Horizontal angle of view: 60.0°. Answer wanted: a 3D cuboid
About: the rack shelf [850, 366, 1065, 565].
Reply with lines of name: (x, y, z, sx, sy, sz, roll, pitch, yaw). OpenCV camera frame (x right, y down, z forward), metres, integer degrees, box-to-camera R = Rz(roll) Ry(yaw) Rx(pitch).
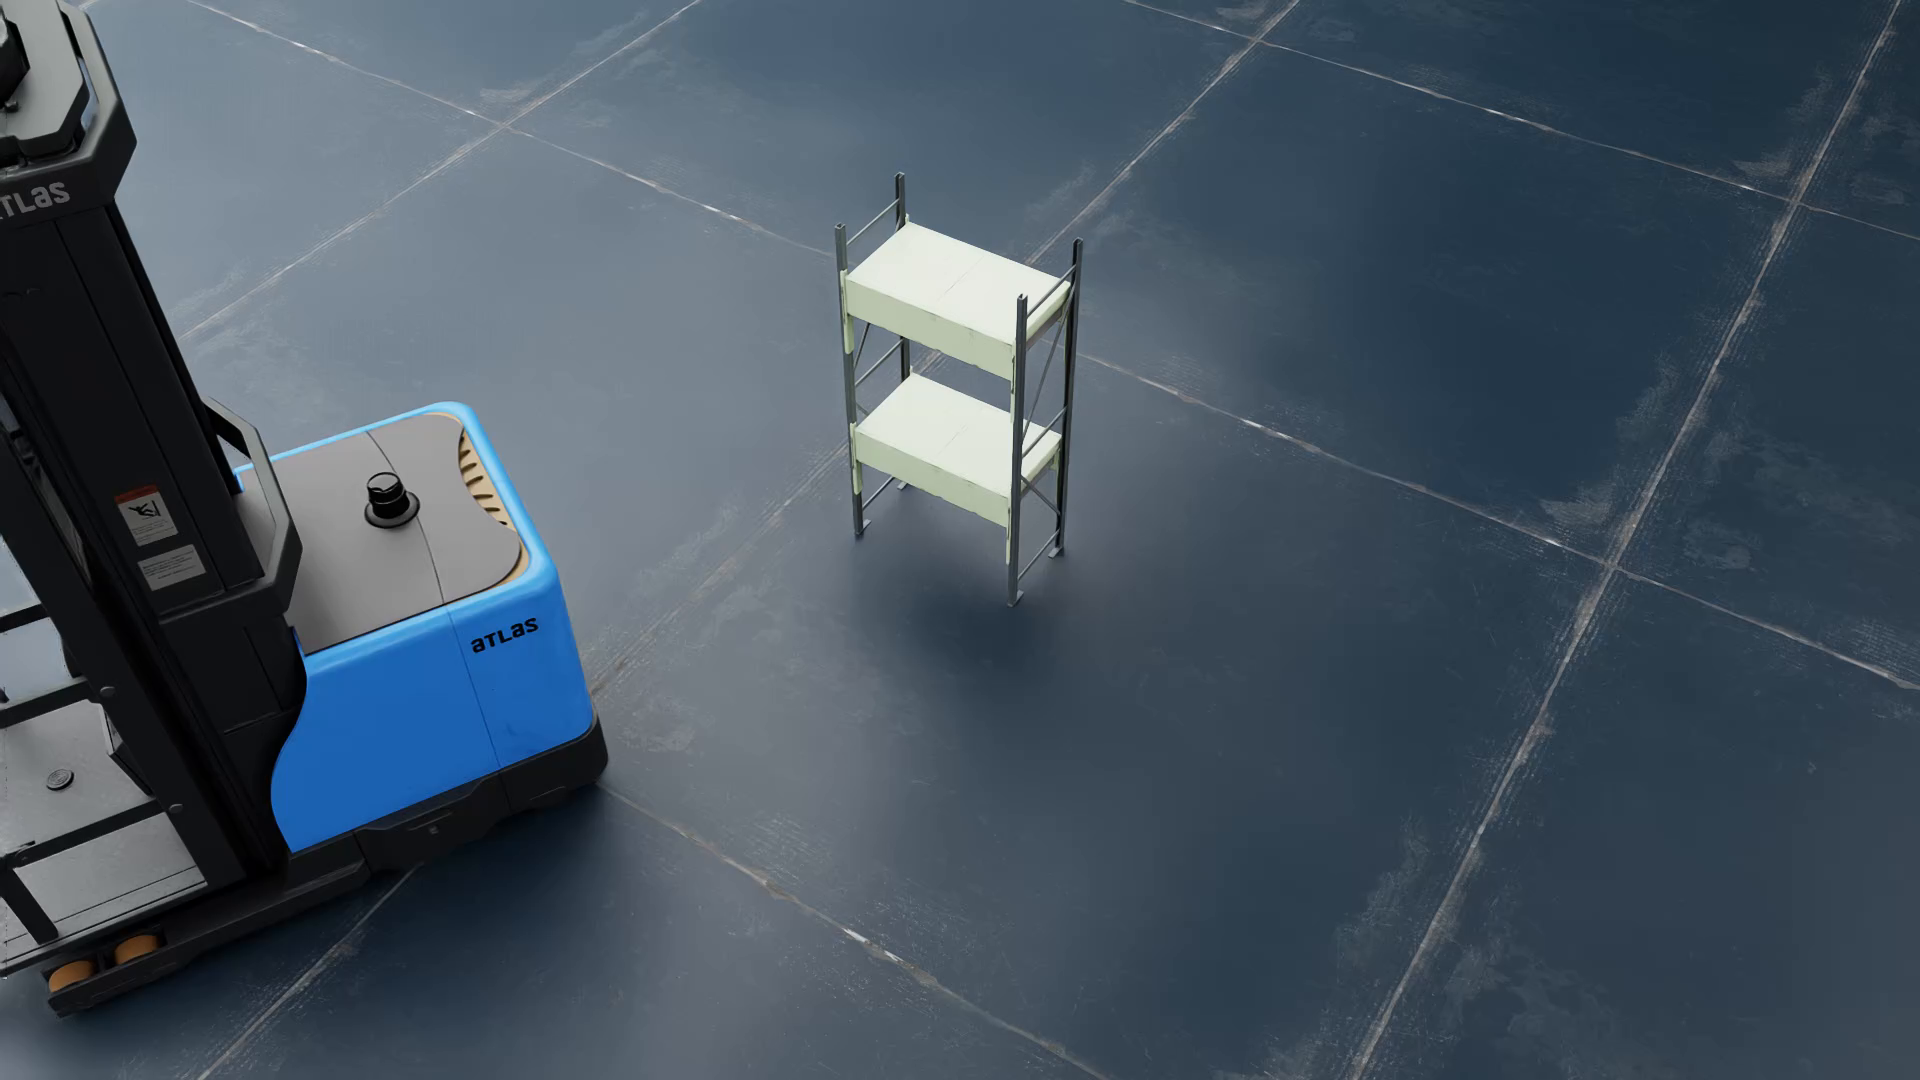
rack shelf: (-0.006, -0.298, 6.448, 0.720, 0.370, 0.431, 25, 51, 22)

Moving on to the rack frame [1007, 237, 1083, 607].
rack frame: (0.302, -0.384, 6.077, 0.023, 1.500, 0.400, 25, 51, 22)

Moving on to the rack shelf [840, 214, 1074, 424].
rack shelf: (-0.006, -0.797, 5.935, 0.720, 0.370, 0.431, 25, 51, 22)

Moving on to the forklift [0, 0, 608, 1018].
forklift: (-2.788, 0.038, 4.669, 3.031, 2.935, 1.130, -22, 50, -20)

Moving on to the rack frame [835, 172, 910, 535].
rack frame: (-0.314, -0.667, 6.352, 0.023, 1.500, 0.400, 25, 51, 22)

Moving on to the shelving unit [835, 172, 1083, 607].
shelving unit: (-0.006, -0.525, 6.215, 0.755, 1.500, 0.431, 25, 51, 22)
